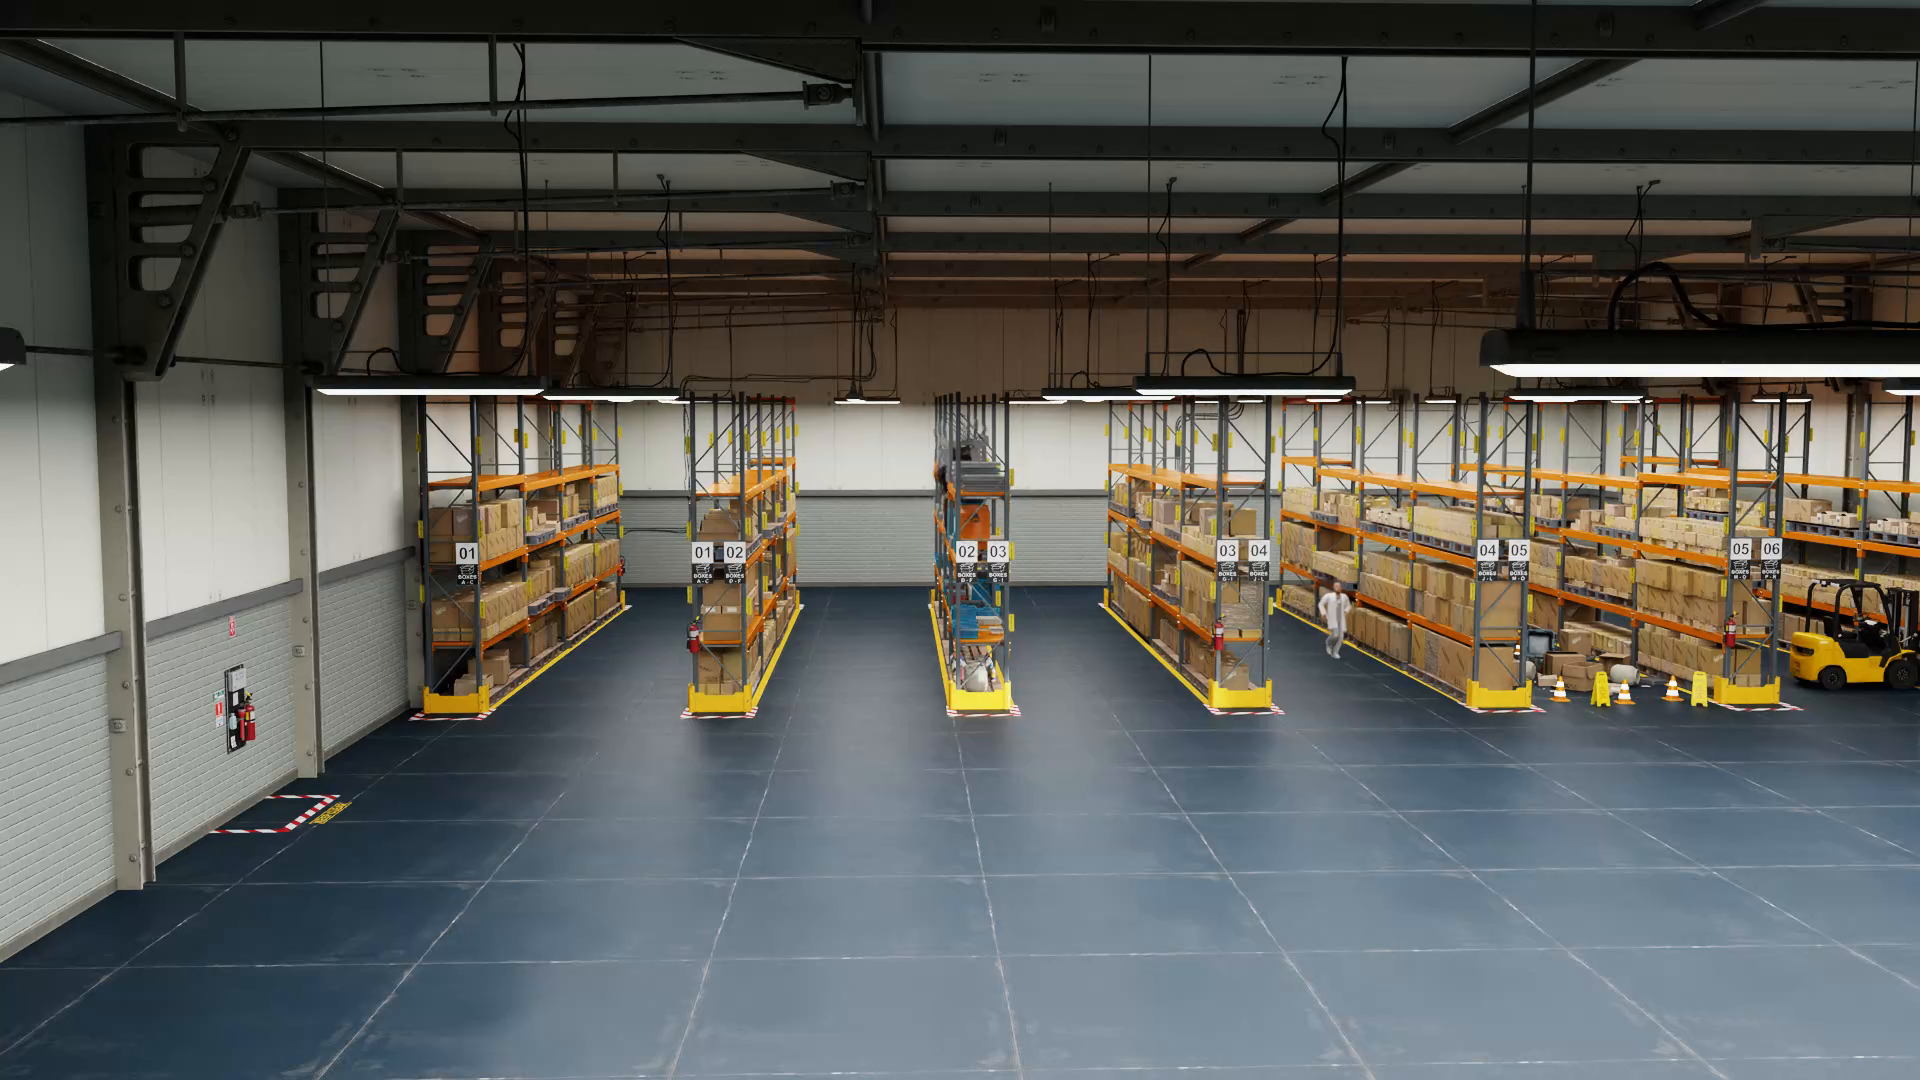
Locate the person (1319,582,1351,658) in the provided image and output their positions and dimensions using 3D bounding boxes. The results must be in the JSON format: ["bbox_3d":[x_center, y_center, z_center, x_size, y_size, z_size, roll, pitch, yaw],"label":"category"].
[{"bbox_3d":[8.562,1.831,37.779,0.704,1.732,0.628,-1,5,-8],"label":"person"}]
